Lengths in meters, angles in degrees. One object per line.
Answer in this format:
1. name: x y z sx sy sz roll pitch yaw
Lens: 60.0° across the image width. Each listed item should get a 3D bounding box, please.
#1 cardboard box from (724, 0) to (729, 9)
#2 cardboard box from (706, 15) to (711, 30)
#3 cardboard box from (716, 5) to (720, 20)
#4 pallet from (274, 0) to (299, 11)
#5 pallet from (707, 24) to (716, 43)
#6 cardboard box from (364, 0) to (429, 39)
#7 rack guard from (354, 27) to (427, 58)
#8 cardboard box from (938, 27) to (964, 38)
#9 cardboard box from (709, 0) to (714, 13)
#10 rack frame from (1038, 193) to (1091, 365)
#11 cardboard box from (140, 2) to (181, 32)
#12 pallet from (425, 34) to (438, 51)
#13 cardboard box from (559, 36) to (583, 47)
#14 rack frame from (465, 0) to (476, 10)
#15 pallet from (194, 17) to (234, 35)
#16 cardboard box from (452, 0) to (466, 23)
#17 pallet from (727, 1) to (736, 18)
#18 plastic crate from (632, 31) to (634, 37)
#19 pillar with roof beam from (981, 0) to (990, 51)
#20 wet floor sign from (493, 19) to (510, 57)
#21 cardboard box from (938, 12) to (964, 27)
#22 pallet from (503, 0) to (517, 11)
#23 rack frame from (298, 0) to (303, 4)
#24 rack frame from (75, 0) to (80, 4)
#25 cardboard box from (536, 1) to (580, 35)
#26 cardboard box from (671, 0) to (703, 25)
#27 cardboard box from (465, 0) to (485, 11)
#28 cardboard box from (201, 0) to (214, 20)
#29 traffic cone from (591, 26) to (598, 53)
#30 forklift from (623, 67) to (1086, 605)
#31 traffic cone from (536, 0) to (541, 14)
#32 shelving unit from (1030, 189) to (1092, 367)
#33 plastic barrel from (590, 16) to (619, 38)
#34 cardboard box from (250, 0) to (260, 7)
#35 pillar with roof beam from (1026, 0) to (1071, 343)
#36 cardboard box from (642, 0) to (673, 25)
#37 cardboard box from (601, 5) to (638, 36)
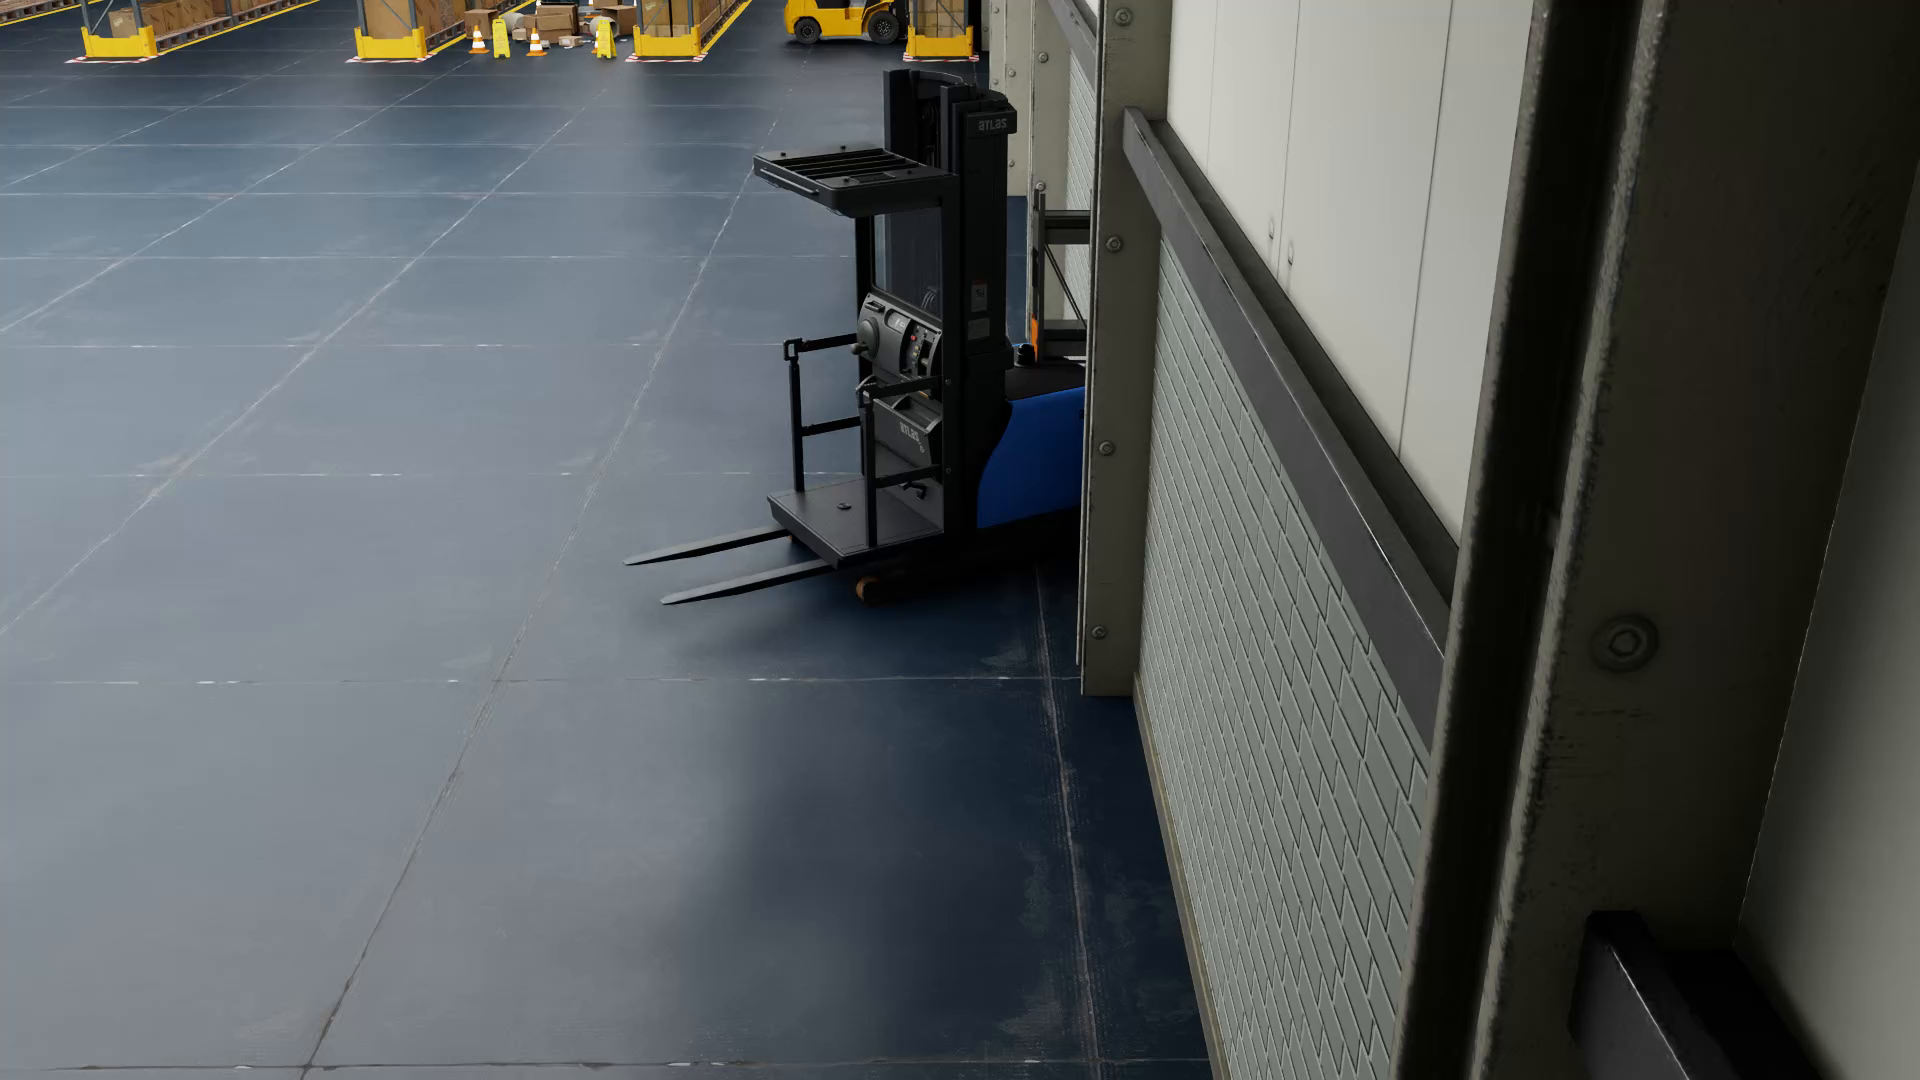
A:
1. cardboard box: -5.377 -11.345 34.873 0.950 0.372 0.625 1 24 3
2. cardboard box: -5.063 -9.897 31.821 0.500 0.250 0.500 1 24 3
3. cardboard box: -5.083 -10.535 33.229 0.500 0.250 0.500 1 24 2
4. pallet: -15.304 -11.850 36.694 1.003 0.211 1.213 0 24 -1
5. pallet: -5.299 -9.787 32.134 1.003 0.211 1.213 0 24 -1
6. cardboard box: -10.336 -9.629 30.468 0.875 0.875 0.875 0 24 0
7. rack guard: -10.262 -8.977 29.993 1.175 0.500 0.348 0 24 -1
8. cardboard box: -0.161 -9.356 30.623 0.500 0.250 0.500 0 24 0
9. cardboard box: -5.069 -10.456 32.146 0.500 0.500 0.500 1 24 2
10. rack frame: 0.692 -1.123 10.521 0.400 2.100 0.015 -1 15 -2
11. cardboard box: -15.242 -9.960 31.655 0.500 0.500 0.500 2 24 4
12. pallet: -10.350 -9.185 30.802 1.003 0.211 1.213 0 24 -1
13. cardboard box: -7.348 -9.422 31.402 0.380 0.149 0.250 13 27 27
14. rack frame: -10.306 -11.775 33.144 1.000 3.000 0.127 0 24 -1
15. pallet: -15.224 -10.247 33.150 1.003 0.211 1.213 0 24 -1
16. cardboard box: -10.369 -10.738 32.922 0.875 0.875 0.875 0 24 0
17. pallet: -5.384 -11.393 35.684 1.003 0.211 1.213 0 24 -1
18. plastic crate: -6.161 -9.858 32.448 0.402 0.080 0.583 -9 26 -19
19. pillar with roof beam: -3.762 -13.219 29.058 9.100 9.000 0.400 0 24 -1
20. wet floor sign: -8.283 -9.051 29.978 0.267 0.644 0.232 -4 25 -10
21. cardboard box: -0.148 -9.575 30.501 0.500 0.250 0.500 0 24 0
22. pallet: -10.417 -11.827 36.644 1.003 0.211 1.213 0 24 -1
23. rack frame: -15.311 -13.442 36.831 1.000 3.000 0.127 0 24 -1
24. rack frame: -20.263 -13.420 36.782 1.000 3.000 0.127 0 24 -1
25. cardboard box: -7.883 -10.212 32.554 0.797 0.637 0.503 0 24 -1
26. cardboard box: -5.047 -9.814 30.726 0.500 0.500 0.500 -1 24 -2
27. cardboard box: -10.403 -11.196 34.086 1.050 0.750 0.750 0 24 -1
28. cardboard box: -15.303 -10.681 33.251 0.500 0.500 0.500 -1 24 -2
29. traffic cone: -6.609 -9.206 30.543 0.336 0.463 0.334 0 24 -1
30. forklift: -0.543 -1.204 9.855 3.031 2.935 1.130 -14 28 -28
31. traffic cone: -8.811 -11.178 34.904 0.336 0.463 0.334 0 24 -1
32. shelving unit: 0.684 -1.186 10.757 0.431 2.100 0.503 -1 15 -2
33. plastic barrel: -6.851 -9.861 32.039 0.512 0.421 0.421 19 30 35
34. cardboard box: -15.245 -11.536 35.115 0.700 0.500 0.500 -2 24 -5
35. pillar with roof beam: -3.565 -5.802 12.658 9.100 9.000 0.400 0 24 -1
36. cardboard box: -5.584 -9.799 30.694 0.500 0.500 0.500 0 24 0
37. cardboard box: -6.707 -10.253 32.810 0.500 0.500 0.500 19 30 35
